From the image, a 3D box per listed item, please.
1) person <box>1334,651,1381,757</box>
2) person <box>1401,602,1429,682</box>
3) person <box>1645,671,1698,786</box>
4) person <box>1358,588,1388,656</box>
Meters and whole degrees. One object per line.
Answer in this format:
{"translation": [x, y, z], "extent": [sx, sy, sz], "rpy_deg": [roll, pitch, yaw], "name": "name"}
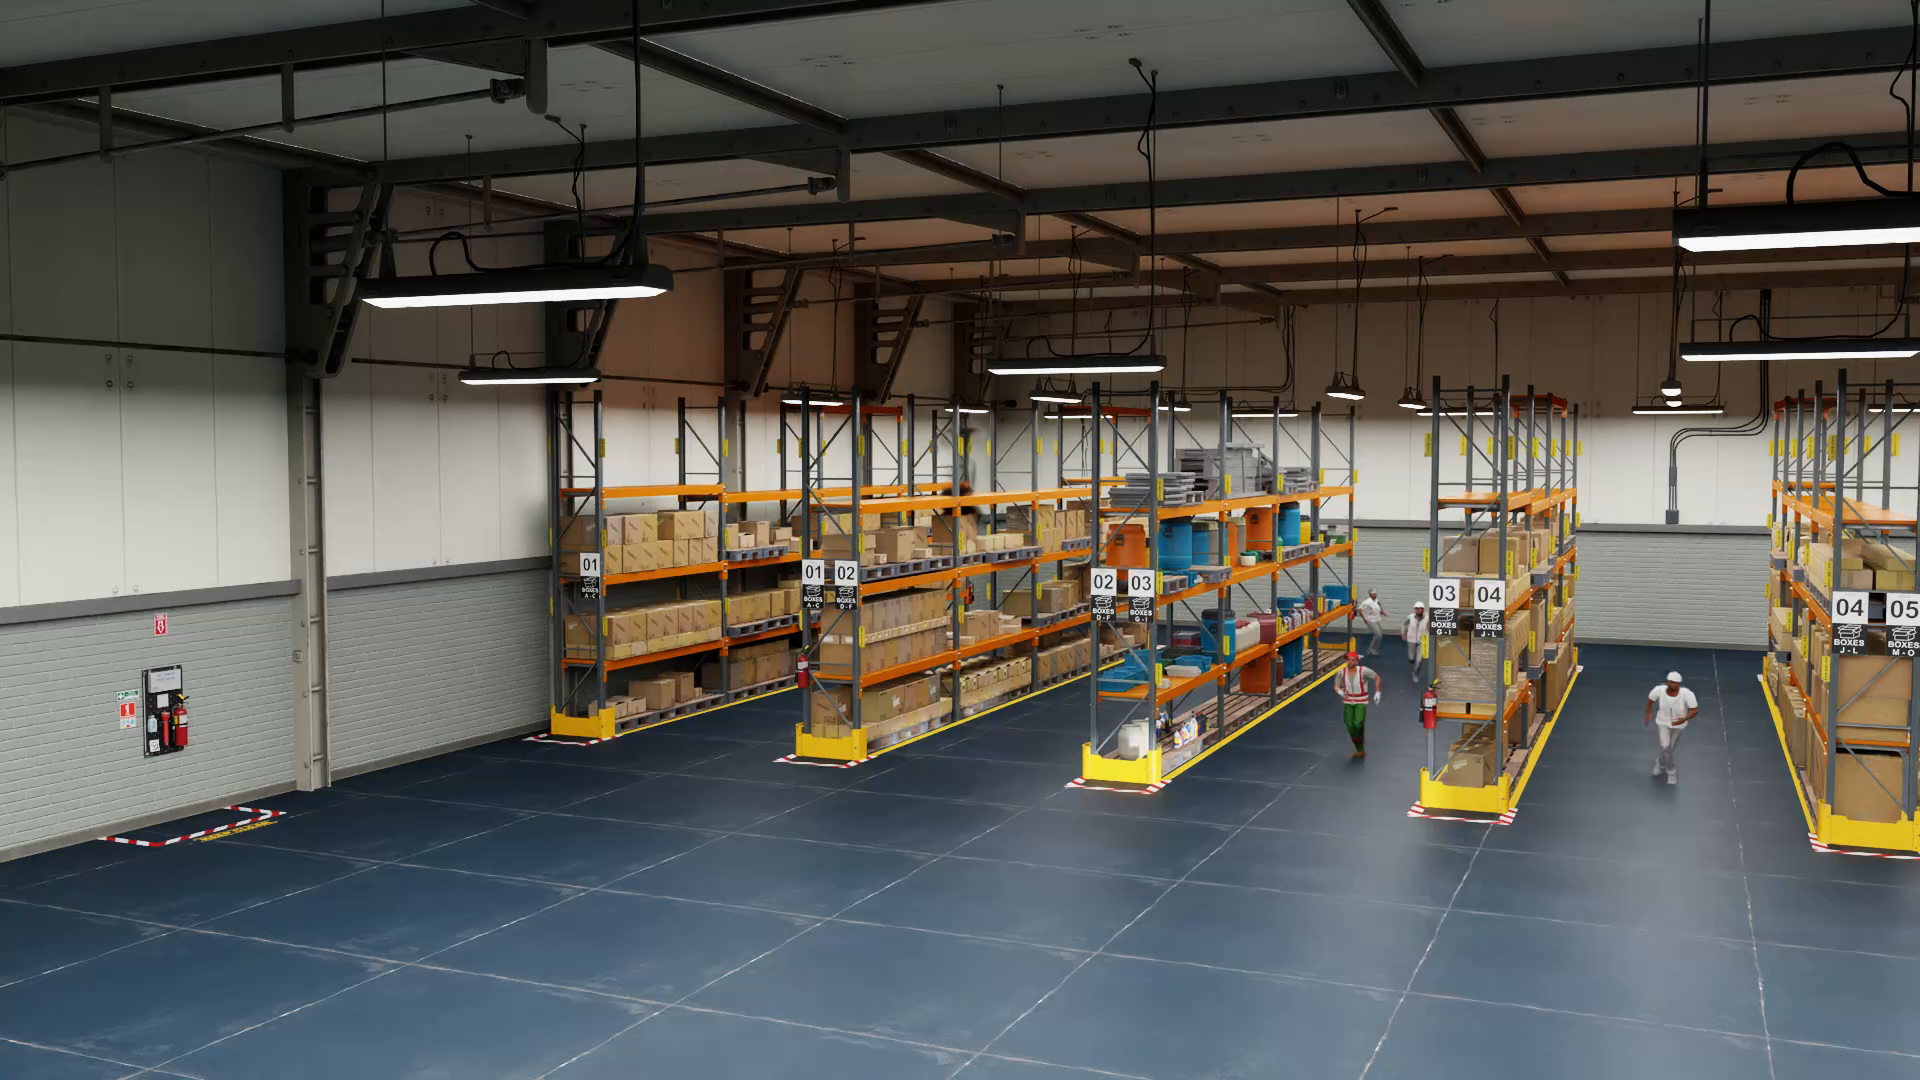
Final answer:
{"translation": [6.371, 2.656, 26.810], "extent": [0.709, 1.729, 0.645], "rpy_deg": [2, 4, 28], "name": "person"}
{"translation": [9.802, 2.187, 35.683], "extent": [0.694, 1.728, 0.671], "rpy_deg": [1, 3, 21], "name": "person"}
{"translation": [10.685, 2.792, 25.013], "extent": [0.725, 1.707, 0.880], "rpy_deg": [1, 3, 18], "name": "person"}
{"translation": [9.977, 1.984, 40.004], "extent": [0.638, 1.675, 0.603], "rpy_deg": [-2, 4, -37], "name": "person"}
